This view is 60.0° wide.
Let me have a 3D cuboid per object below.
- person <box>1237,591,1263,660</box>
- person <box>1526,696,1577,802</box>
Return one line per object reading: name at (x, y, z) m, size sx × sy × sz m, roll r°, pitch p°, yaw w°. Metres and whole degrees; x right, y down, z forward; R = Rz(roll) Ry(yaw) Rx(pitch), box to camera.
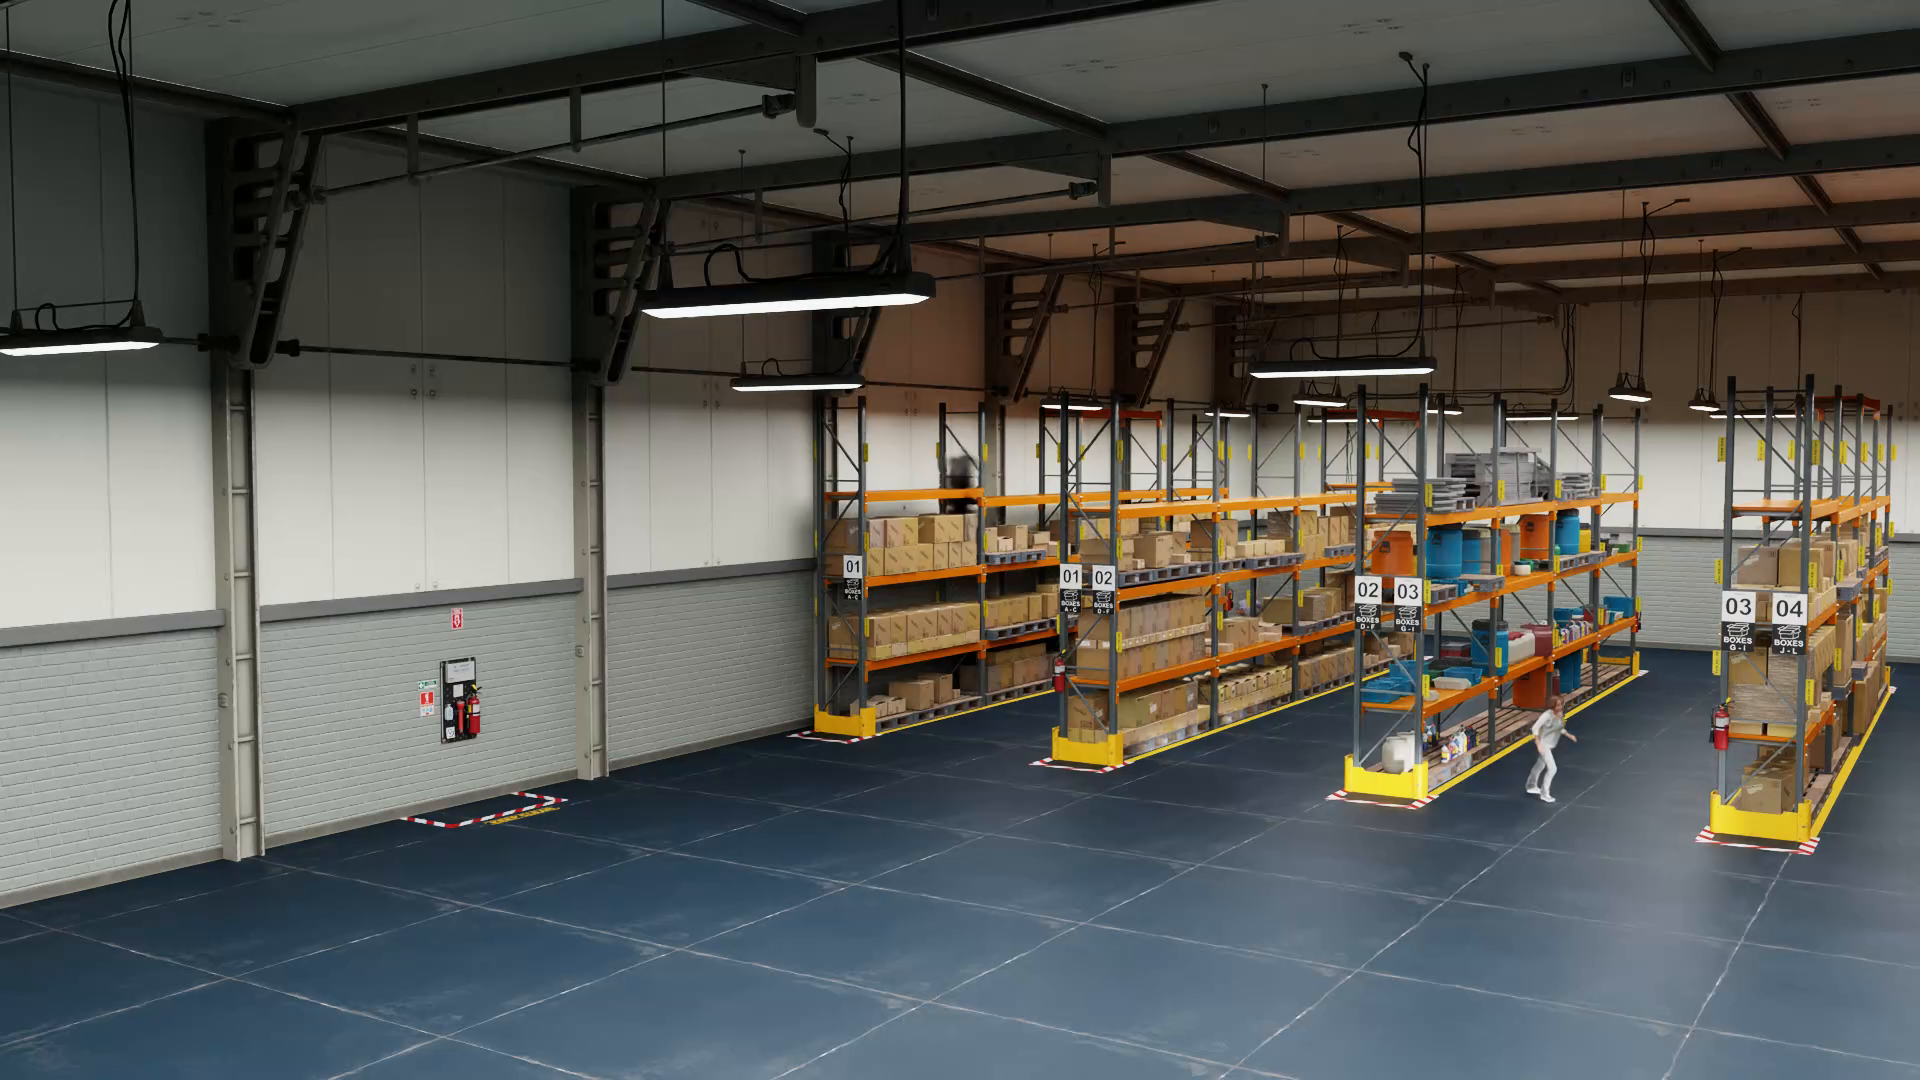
person at (7.044, 2.056, 40.501) m, size 0.581 × 1.707 × 0.841 m, roll 1°, pitch 3°, yaw 22°
person at (8.508, 2.983, 23.995) m, size 0.765 × 1.534 × 0.609 m, roll 3°, pitch 4°, yaw 42°
